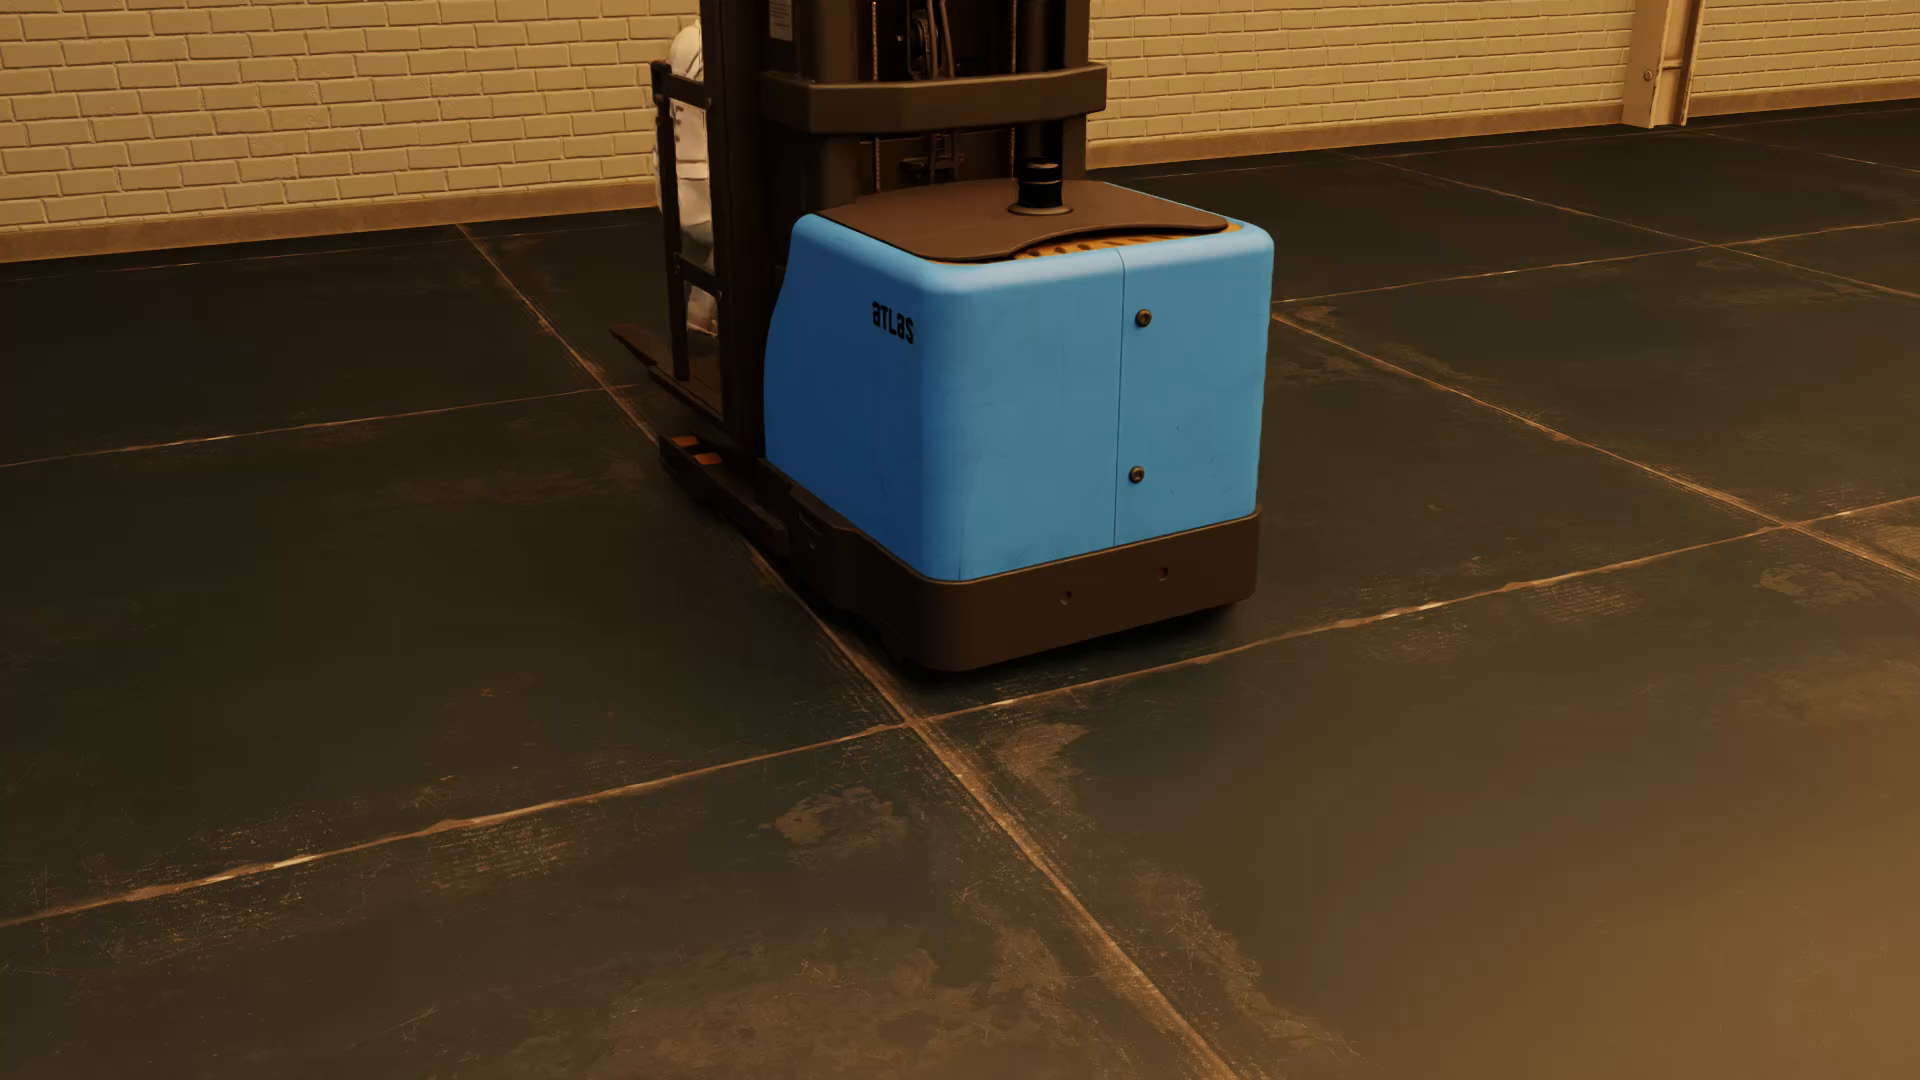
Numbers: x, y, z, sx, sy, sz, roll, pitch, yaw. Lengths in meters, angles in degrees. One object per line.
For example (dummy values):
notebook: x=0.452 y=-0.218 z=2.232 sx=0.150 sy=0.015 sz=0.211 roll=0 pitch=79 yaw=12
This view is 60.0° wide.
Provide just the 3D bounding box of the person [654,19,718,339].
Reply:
person: x=-0.788 y=-1.383 z=6.336 sx=0.735 sy=1.508 sz=1.165 roll=-9 pitch=24 yaw=-21

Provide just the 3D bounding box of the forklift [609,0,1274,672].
forklift: x=-0.346 y=-1.549 z=5.015 sx=1.130 sy=2.935 sz=3.031 roll=-12 pitch=26 yaw=-27
